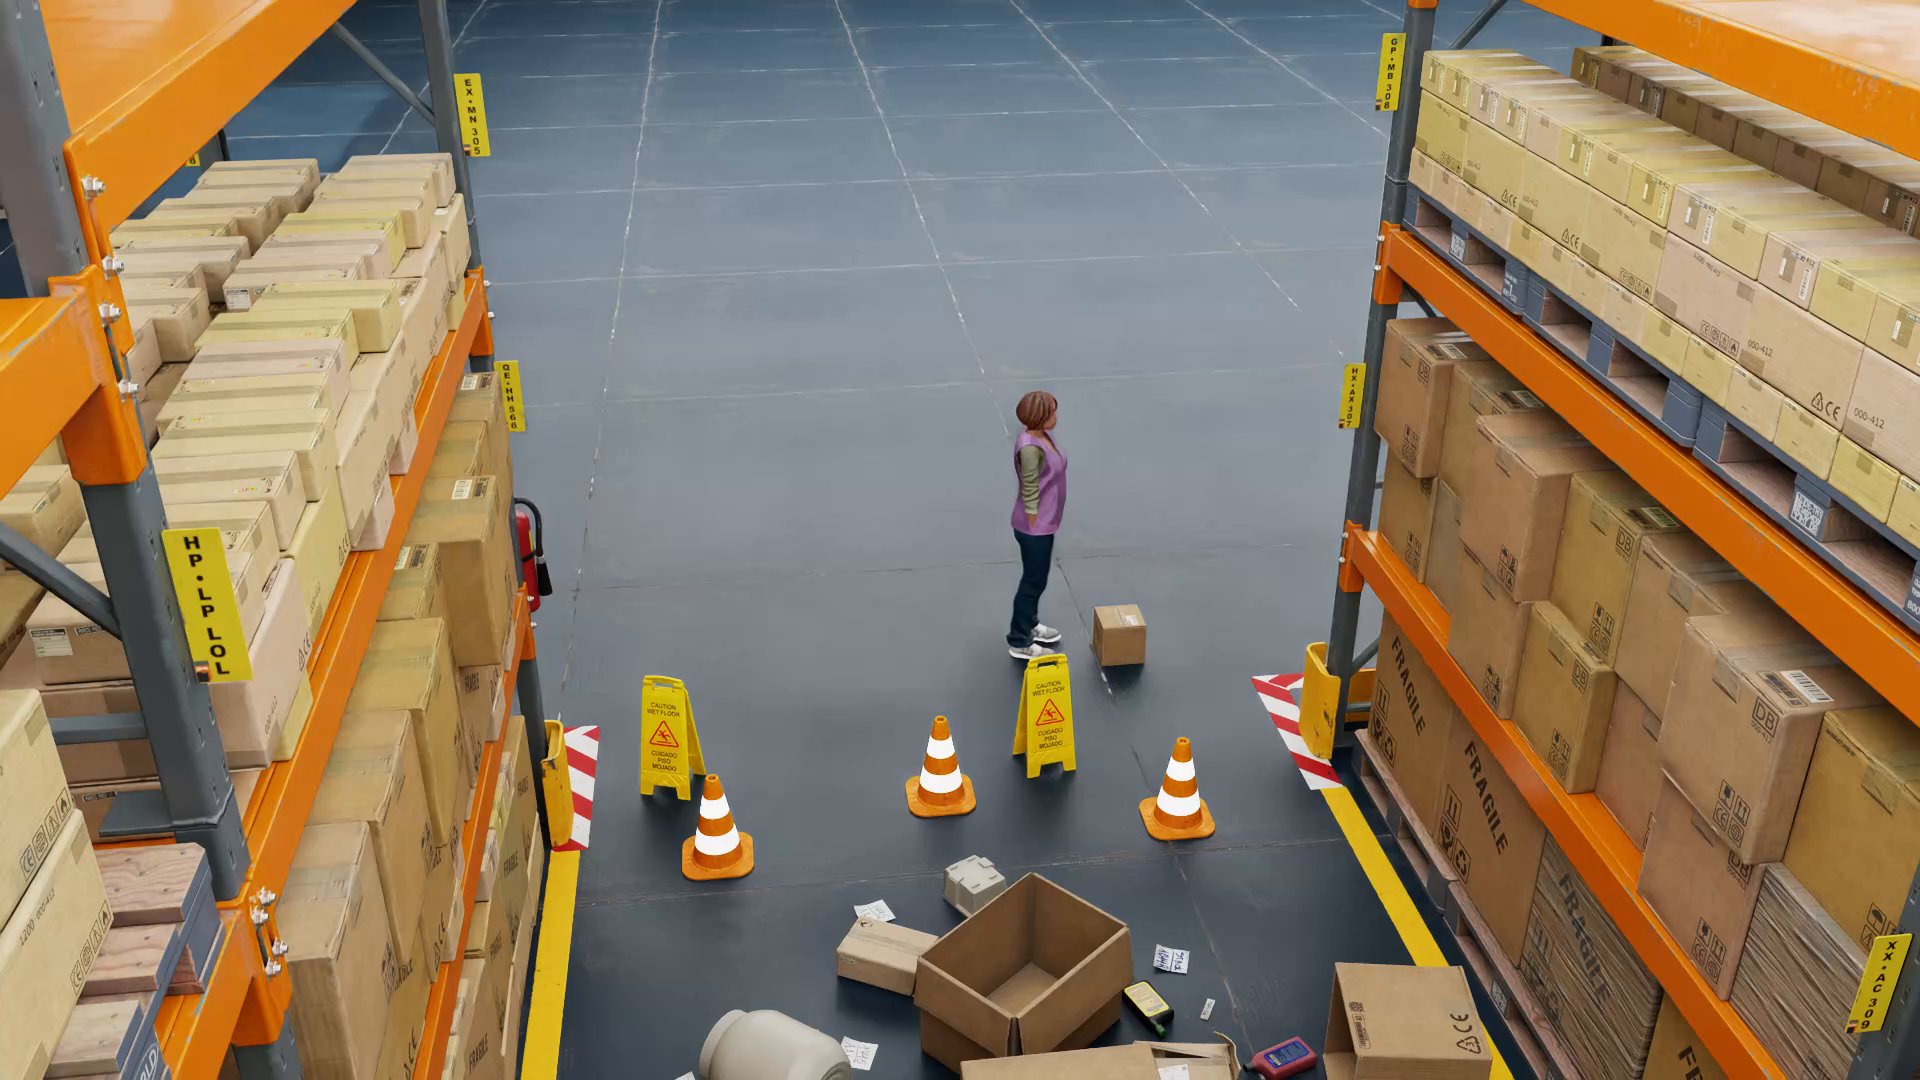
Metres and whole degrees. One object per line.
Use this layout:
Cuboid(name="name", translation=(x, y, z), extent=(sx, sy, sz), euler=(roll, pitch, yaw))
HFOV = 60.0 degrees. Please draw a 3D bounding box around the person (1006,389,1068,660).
Cuboid(name="person", translation=(0.432, -0.092, 9.271), extent=(0.307, 1.600, 0.404), euler=(5, 28, 9))
